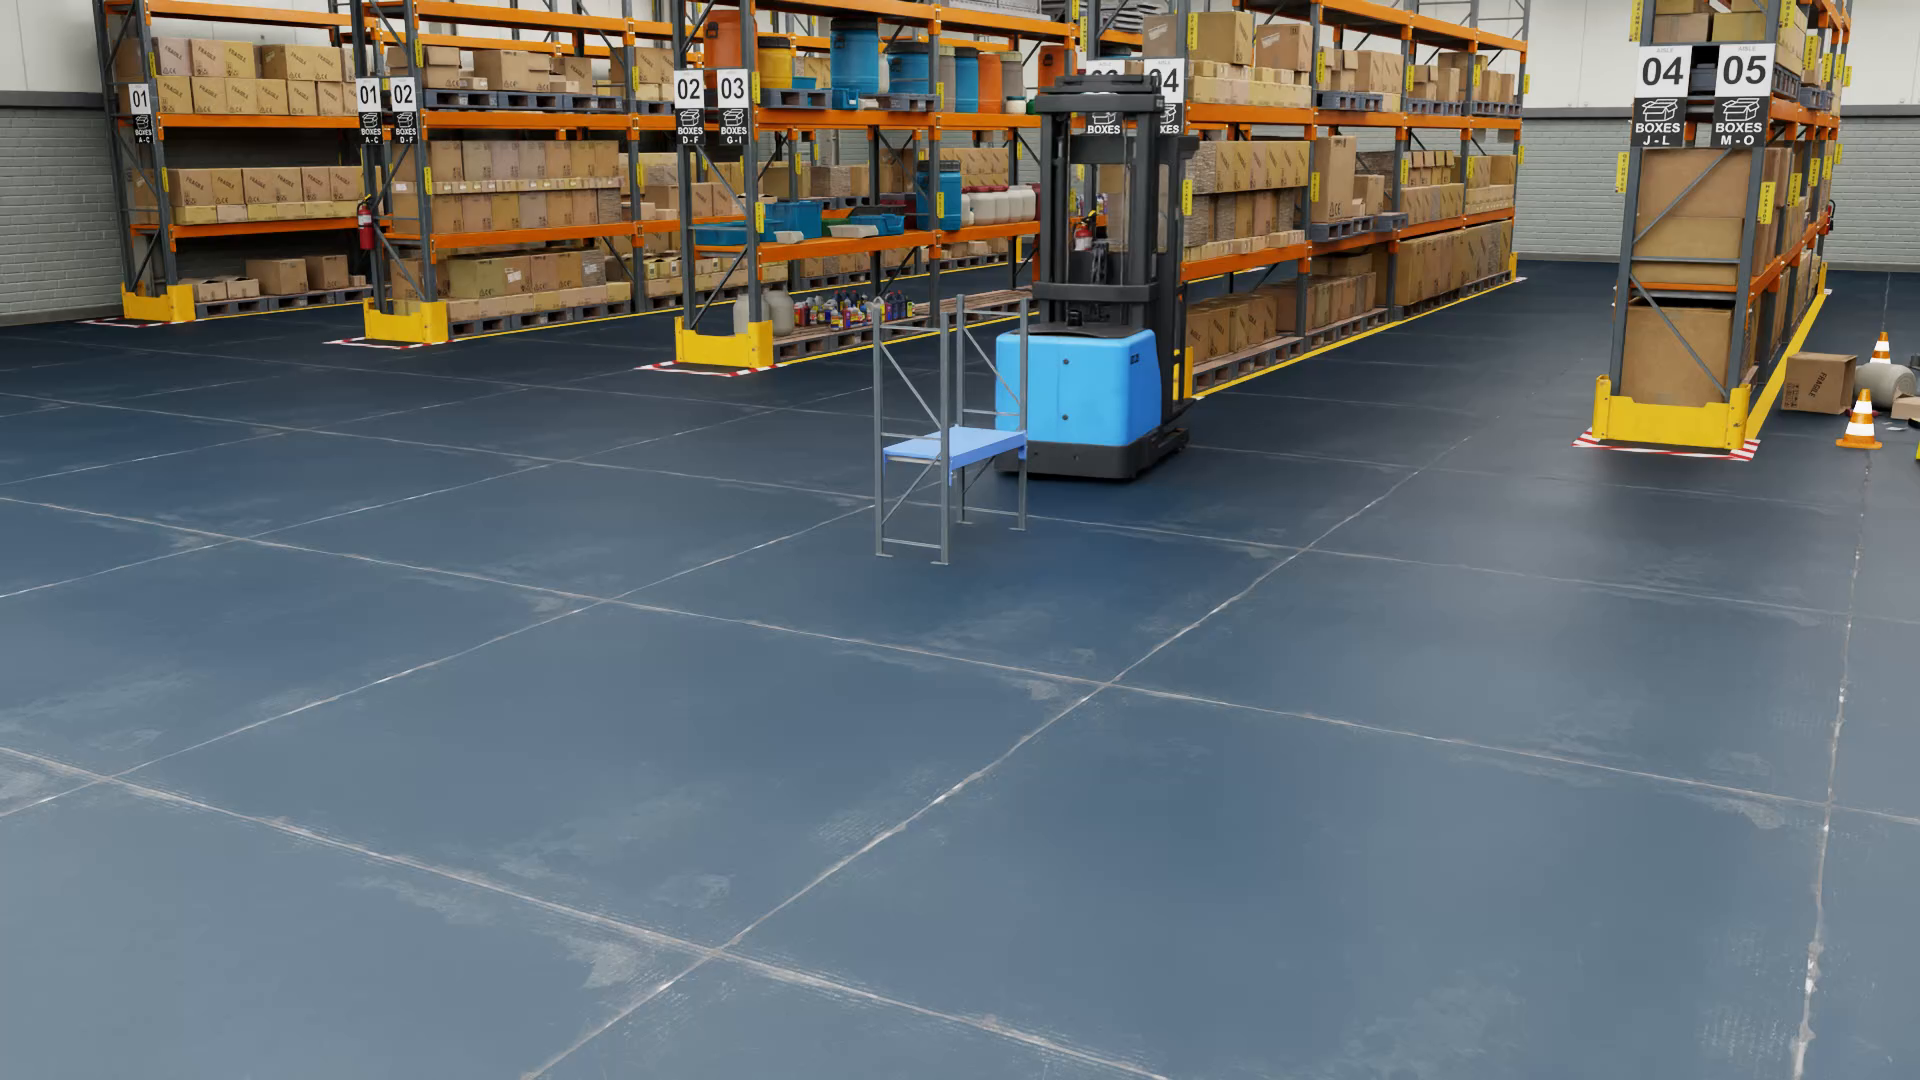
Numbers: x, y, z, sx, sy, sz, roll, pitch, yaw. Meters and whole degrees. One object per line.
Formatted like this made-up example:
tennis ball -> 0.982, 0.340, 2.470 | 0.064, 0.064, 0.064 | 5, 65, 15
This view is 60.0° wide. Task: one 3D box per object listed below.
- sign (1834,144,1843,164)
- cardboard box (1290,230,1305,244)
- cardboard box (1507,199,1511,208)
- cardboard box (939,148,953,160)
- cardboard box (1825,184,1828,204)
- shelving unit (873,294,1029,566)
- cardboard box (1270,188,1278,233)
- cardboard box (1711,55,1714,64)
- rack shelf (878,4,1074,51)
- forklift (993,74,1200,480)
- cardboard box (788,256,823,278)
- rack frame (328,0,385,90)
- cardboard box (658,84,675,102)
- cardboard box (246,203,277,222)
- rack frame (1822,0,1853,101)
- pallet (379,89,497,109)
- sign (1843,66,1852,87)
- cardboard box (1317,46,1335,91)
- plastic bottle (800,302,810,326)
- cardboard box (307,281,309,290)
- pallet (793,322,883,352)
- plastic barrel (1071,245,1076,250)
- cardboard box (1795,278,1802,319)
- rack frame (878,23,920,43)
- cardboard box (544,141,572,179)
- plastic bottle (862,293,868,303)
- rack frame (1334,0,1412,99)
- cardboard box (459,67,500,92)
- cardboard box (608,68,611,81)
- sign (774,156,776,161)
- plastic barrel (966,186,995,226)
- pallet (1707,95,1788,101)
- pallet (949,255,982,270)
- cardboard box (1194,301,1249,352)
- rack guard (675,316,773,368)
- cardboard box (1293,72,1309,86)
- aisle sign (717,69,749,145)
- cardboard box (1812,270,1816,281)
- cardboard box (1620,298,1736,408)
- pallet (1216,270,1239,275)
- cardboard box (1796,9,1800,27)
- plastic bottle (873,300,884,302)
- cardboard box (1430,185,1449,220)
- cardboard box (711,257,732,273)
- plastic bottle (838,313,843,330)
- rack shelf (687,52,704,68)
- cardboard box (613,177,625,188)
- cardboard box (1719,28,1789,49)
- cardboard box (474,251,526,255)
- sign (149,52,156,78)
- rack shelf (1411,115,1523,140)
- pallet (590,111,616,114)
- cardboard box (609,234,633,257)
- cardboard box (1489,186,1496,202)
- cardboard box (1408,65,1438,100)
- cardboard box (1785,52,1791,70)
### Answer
sign -> 14.175, -6.232, 26.838 | 0.100, 0.325, 0.005 | 7, 15, 28
cardboard box -> 3.758, -3.504, 19.202 | 0.380, 0.149, 0.250 | 7, 15, 28
cardboard box -> 9.398, -5.879, 29.056 | 0.380, 0.149, 0.250 | 8, 15, 29
cardboard box -> -0.475, -7.173, 31.540 | 0.500, 0.500, 0.500 | 7, 15, 26
cardboard box -> 12.967, -5.343, 25.448 | 0.500, 0.500, 0.500 | 8, 16, 31
shelving unit -> -0.041, -0.712, 10.285 | 0.538, 1.500, 1.048 | 7, 15, 28
cardboard box -> 3.061, -3.712, 18.685 | 0.875, 0.500, 0.500 | 7, 15, 28
cardboard box -> 6.689, -4.361, 15.249 | 0.380, 0.149, 0.250 | 8, 16, 29
rack shelf -> 0.236, -7.047, 22.952 | 1.077, 0.370, 4.000 | 7, 15, 28
forklift -> 1.249, -2.167, 13.270 | 1.130, 2.935, 3.031 | 5, 14, 20
cardboard box -> -2.661, -4.707, 28.051 | 0.500, 0.500, 0.500 | 8, 16, 30
rack frame -> -9.403, -8.303, 25.774 | 1.000, 3.000, 0.127 | 7, 15, 28
cardboard box -> -4.496, -6.654, 24.758 | 0.500, 0.250, 0.500 | 6, 15, 23
cardboard box -> -10.333, -4.779, 24.234 | 0.500, 0.250, 0.500 | 7, 15, 27
rack frame -> 13.699, -8.499, 26.586 | 1.000, 3.000, 0.127 | 7, 15, 28
pallet -> -6.634, -5.563, 20.997 | 1.003, 0.211, 1.213 | 7, 15, 28
sign -> 14.175, -7.404, 26.556 | 0.100, 0.325, 0.005 | 7, 15, 28
cardboard box -> 3.919, -5.501, 19.435 | 0.797, 0.503, 0.637 | 7, 15, 25
plastic bottle -> -1.921, -2.800, 20.605 | 0.061, 0.283, 0.133 | 7, 15, 28
cardboard box -> -10.194, -3.889, 25.408 | 0.380, 0.149, 0.250 | 6, 15, 24
pallet -> -1.681, -2.524, 20.554 | 1.003, 0.211, 1.213 | 7, 15, 28
plastic barrel -> 1.970, -4.451, 26.844 | 0.600, 0.588, 0.708 | 7, 15, 28
cardboard box -> 10.637, -3.150, 21.636 | 0.500, 0.500, 0.500 | 8, 15, 29
rack frame -> -1.198, -9.384, 30.258 | 1.000, 3.000, 0.127 | 7, 15, 28
cardboard box -> -5.760, -5.207, 22.752 | 0.700, 0.500, 0.500 | 7, 15, 28
plastic bottle -> -1.269, -3.136, 22.025 | 0.097, 0.271, 0.097 | 0, 14, 0
rack frame -> 5.539, -7.440, 22.195 | 1.000, 3.000, 0.127 | 7, 15, 28
cardboard box -> -6.404, -6.073, 21.919 | 0.500, 0.311, 0.500 | 10, 17, 35
cardboard box -> -6.330, -8.833, 31.619 | 0.500, 0.250, 0.500 | 7, 15, 26
sign -> -4.085, -8.372, 36.845 | 0.100, 0.325, 0.005 | 7, 15, 28
plastic barrel -> 0.278, -4.652, 23.141 | 0.433, 0.535, 0.433 | 0, 14, 0
pallet -> 8.298, -4.679, 17.551 | 0.805, 0.209, 1.217 | 7, 15, 26
pallet -> -0.276, -5.504, 32.914 | 1.003, 0.211, 1.213 | 7, 15, 28
cardboard box -> 2.875, -2.360, 18.360 | 0.500, 0.500, 0.500 | 6, 15, 23
rack guard -> -2.669, -2.249, 18.797 | 1.175, 0.500, 0.348 | 7, 15, 28
cardboard box -> 3.701, -5.183, 18.701 | 0.380, 0.149, 0.250 | 8, 16, 30
aisle sign -> -2.443, -4.660, 17.914 | 0.394, 0.787, 0.004 | 7, 15, 28
cardboard box -> 12.956, -4.080, 25.609 | 0.380, 0.149, 0.250 | 8, 15, 29
cardboard box -> 6.234, -1.618, 14.481 | 0.875, 0.875, 0.875 | 7, 15, 28
pallet -> 4.638, -5.206, 31.677 | 1.003, 0.211, 1.213 | 7, 15, 28
cardboard box -> 7.390, -4.727, 15.066 | 0.380, 0.149, 0.250 | 7, 15, 27
plastic bottle -> -1.024, -2.962, 21.291 | 0.152, 0.276, 0.135 | 7, 15, 28
cardboard box -> 6.994, -5.057, 24.898 | 0.500, 0.500, 0.500 | 7, 15, 27
cardboard box -> -3.905, -4.339, 25.904 | 0.500, 0.311, 0.500 | 8, 16, 30
plastic bottle -> -1.465, -2.655, 20.179 | 0.097, 0.201, 0.097 | 0, 14, 0
rack shelf -> -4.569, -9.811, 34.416 | 1.077, 0.370, 4.000 | 7, 15, 28
cardboard box -> -5.009, -5.110, 23.733 | 0.380, 0.149, 0.250 | 7, 15, 28
cardboard box -> 6.667, -4.257, 13.966 | 0.500, 0.250, 0.500 | 7, 15, 27
cardboard box -> -6.287, -3.691, 22.813 | 0.500, 0.500, 0.500 | 7, 15, 28
sign -> -10.862, -6.388, 22.365 | 0.100, 0.325, 0.005 | 7, 15, 28
rack shelf -> 8.439, -6.863, 27.737 | 1.077, 0.370, 4.000 | 7, 15, 28
pallet -> -6.667, -7.942, 31.078 | 1.003, 0.211, 1.213 | 8, 16, 31
cardboard box -> -6.570, -5.682, 31.391 | 0.750, 0.750, 0.750 | 7, 15, 28
cardboard box -> 8.664, -5.792, 27.842 | 0.500, 0.250, 0.500 | 7, 15, 28
cardboard box -> 6.508, -6.658, 24.234 | 0.797, 0.503, 0.637 | 7, 15, 27
cardboard box -> 7.021, -4.182, 14.505 | 0.380, 0.149, 0.250 | 7, 15, 28
